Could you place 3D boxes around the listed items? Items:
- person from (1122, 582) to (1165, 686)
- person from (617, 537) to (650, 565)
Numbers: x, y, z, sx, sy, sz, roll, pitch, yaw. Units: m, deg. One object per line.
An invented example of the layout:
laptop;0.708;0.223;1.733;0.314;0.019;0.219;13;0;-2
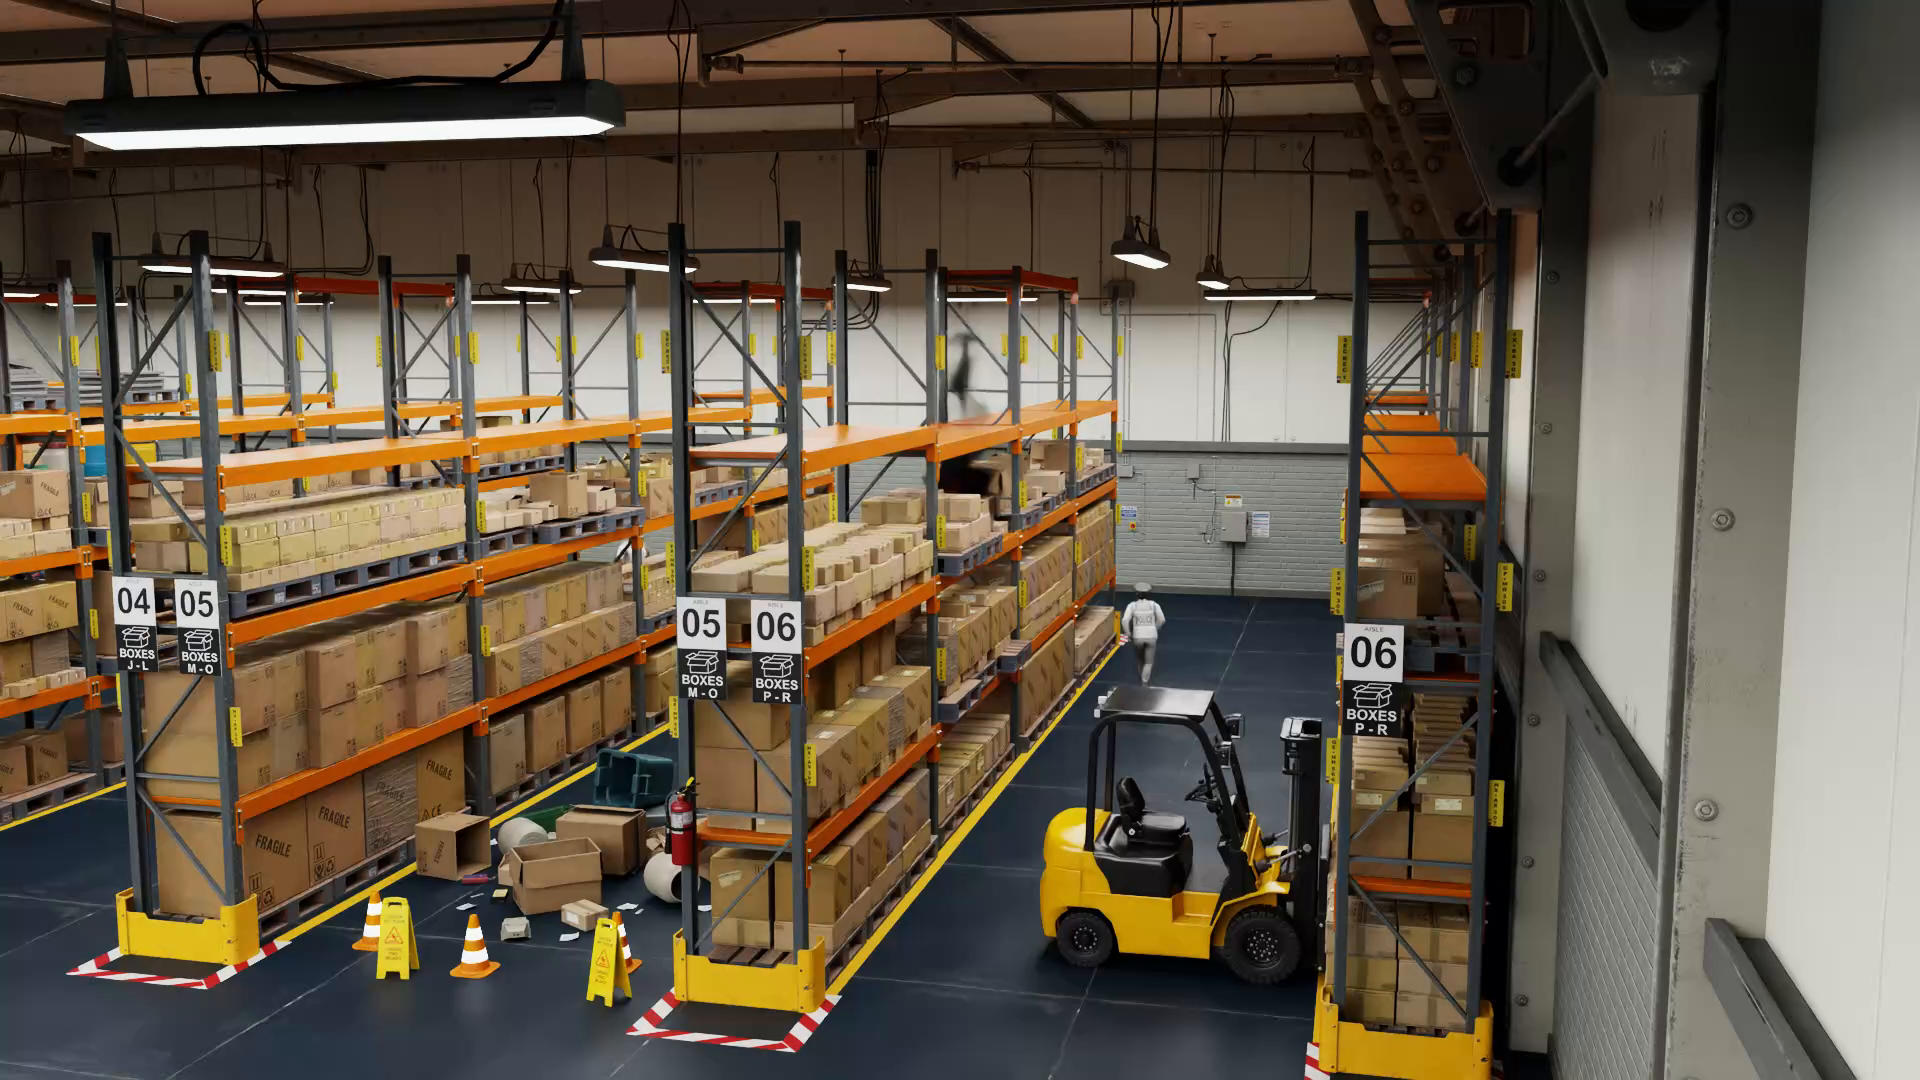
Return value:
person;2.613;1.473;23.714;0.618;1.682;1.024;1;7;7
person;-5.956;0.597;30.548;0.714;1.730;0.745;-6;9;-38
